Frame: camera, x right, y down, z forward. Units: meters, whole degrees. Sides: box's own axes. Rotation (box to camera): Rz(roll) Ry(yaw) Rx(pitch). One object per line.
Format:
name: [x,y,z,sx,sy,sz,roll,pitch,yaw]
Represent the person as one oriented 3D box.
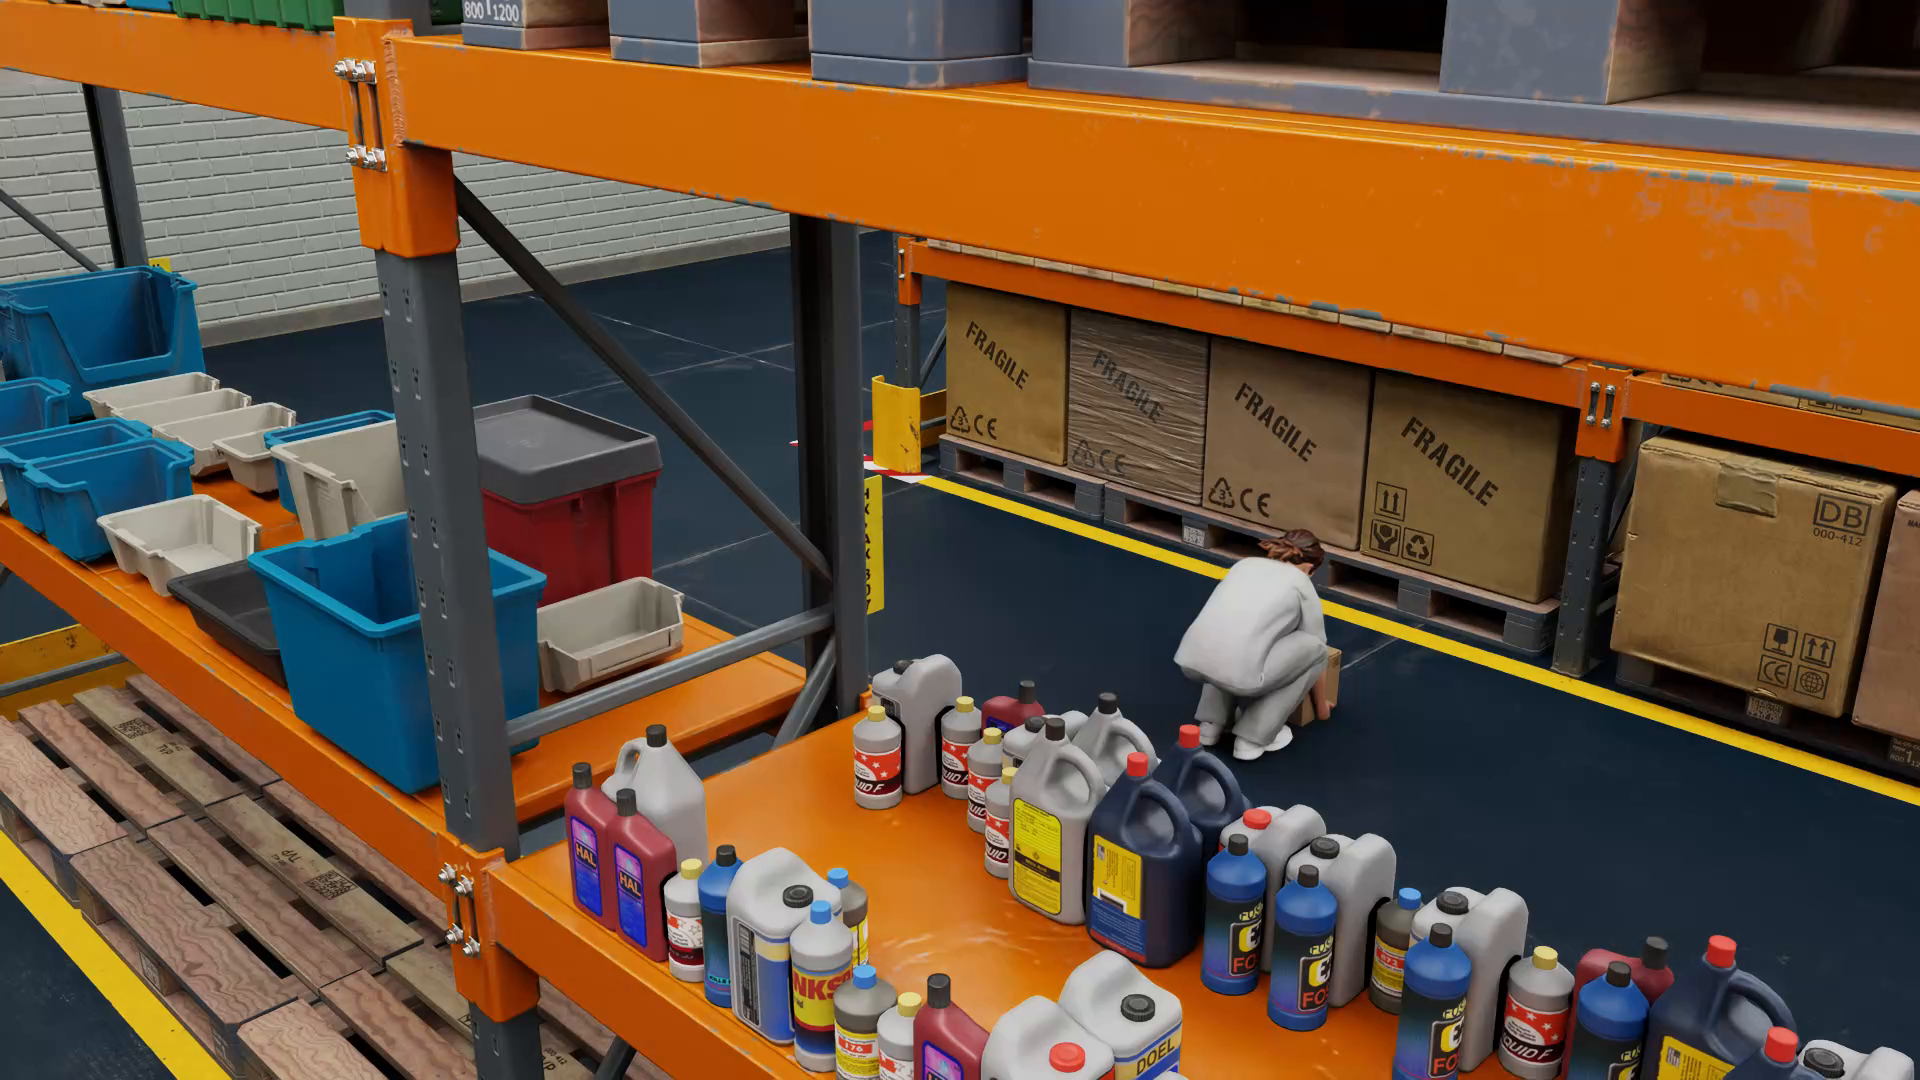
person: [1.145,0.425,6.361,0.460,0.828,0.828,19,28,40]
